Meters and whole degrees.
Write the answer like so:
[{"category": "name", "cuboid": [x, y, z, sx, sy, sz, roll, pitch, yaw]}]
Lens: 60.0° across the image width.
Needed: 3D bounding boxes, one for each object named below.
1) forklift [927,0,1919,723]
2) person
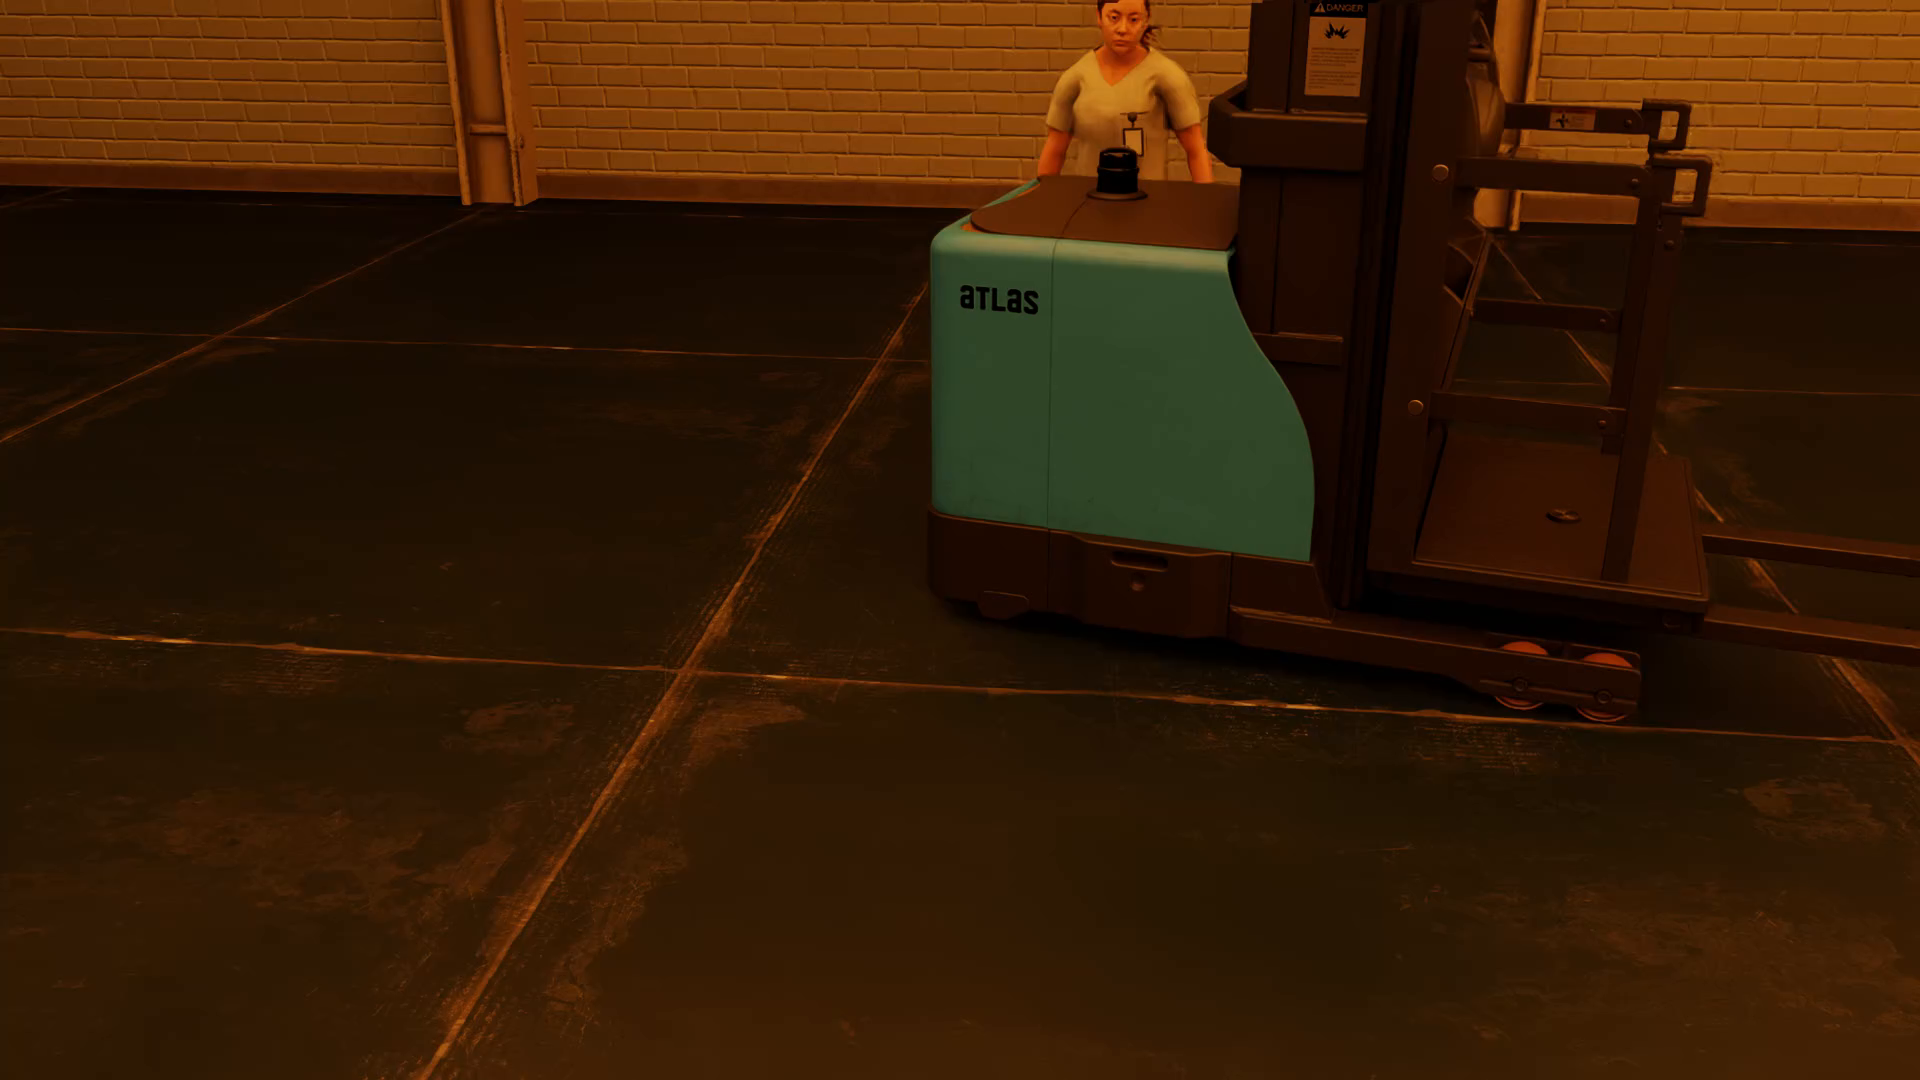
[{"category": "forklift", "cuboid": [1.481, -1.137, 4.077, 3.031, 2.935, 1.130, 8, 23, 18]}, {"category": "person", "cuboid": [0.569, -1.044, 5.590, 0.700, 1.631, 0.315, 7, 23, 17]}]
